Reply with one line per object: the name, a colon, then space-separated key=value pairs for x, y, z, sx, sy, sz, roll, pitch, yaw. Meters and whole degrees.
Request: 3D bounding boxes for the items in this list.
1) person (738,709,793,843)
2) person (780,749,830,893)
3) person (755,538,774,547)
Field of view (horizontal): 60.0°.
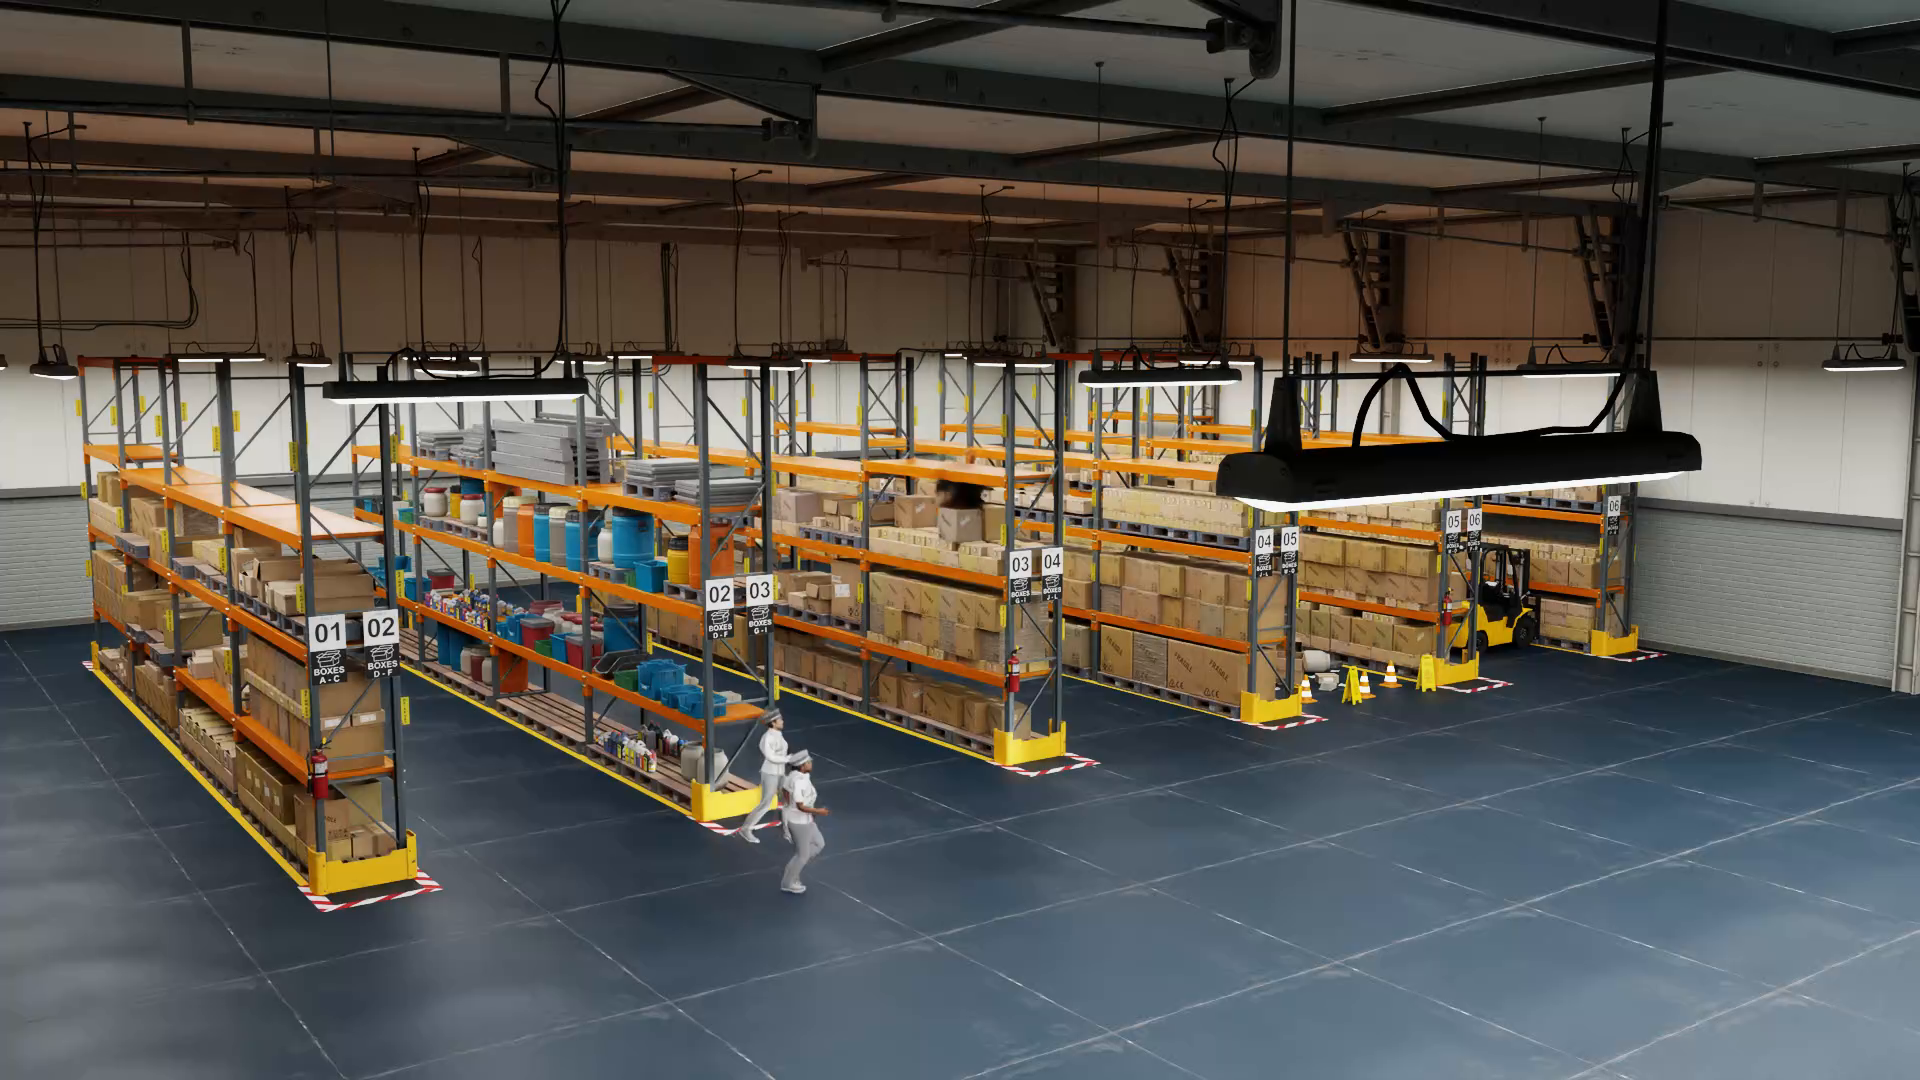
person: x=-2.353 y=2.961 z=20.848 sx=0.818 sy=1.715 sz=0.641 roll=1 pitch=7 yaw=4
person: x=-1.773 y=3.207 z=19.002 sx=0.580 sy=1.654 sz=0.576 roll=-1 pitch=7 yaw=-6
person: x=-4.989 y=0.460 z=41.478 sx=0.577 sy=1.667 sz=0.955 roll=2 pitch=7 yaw=17
